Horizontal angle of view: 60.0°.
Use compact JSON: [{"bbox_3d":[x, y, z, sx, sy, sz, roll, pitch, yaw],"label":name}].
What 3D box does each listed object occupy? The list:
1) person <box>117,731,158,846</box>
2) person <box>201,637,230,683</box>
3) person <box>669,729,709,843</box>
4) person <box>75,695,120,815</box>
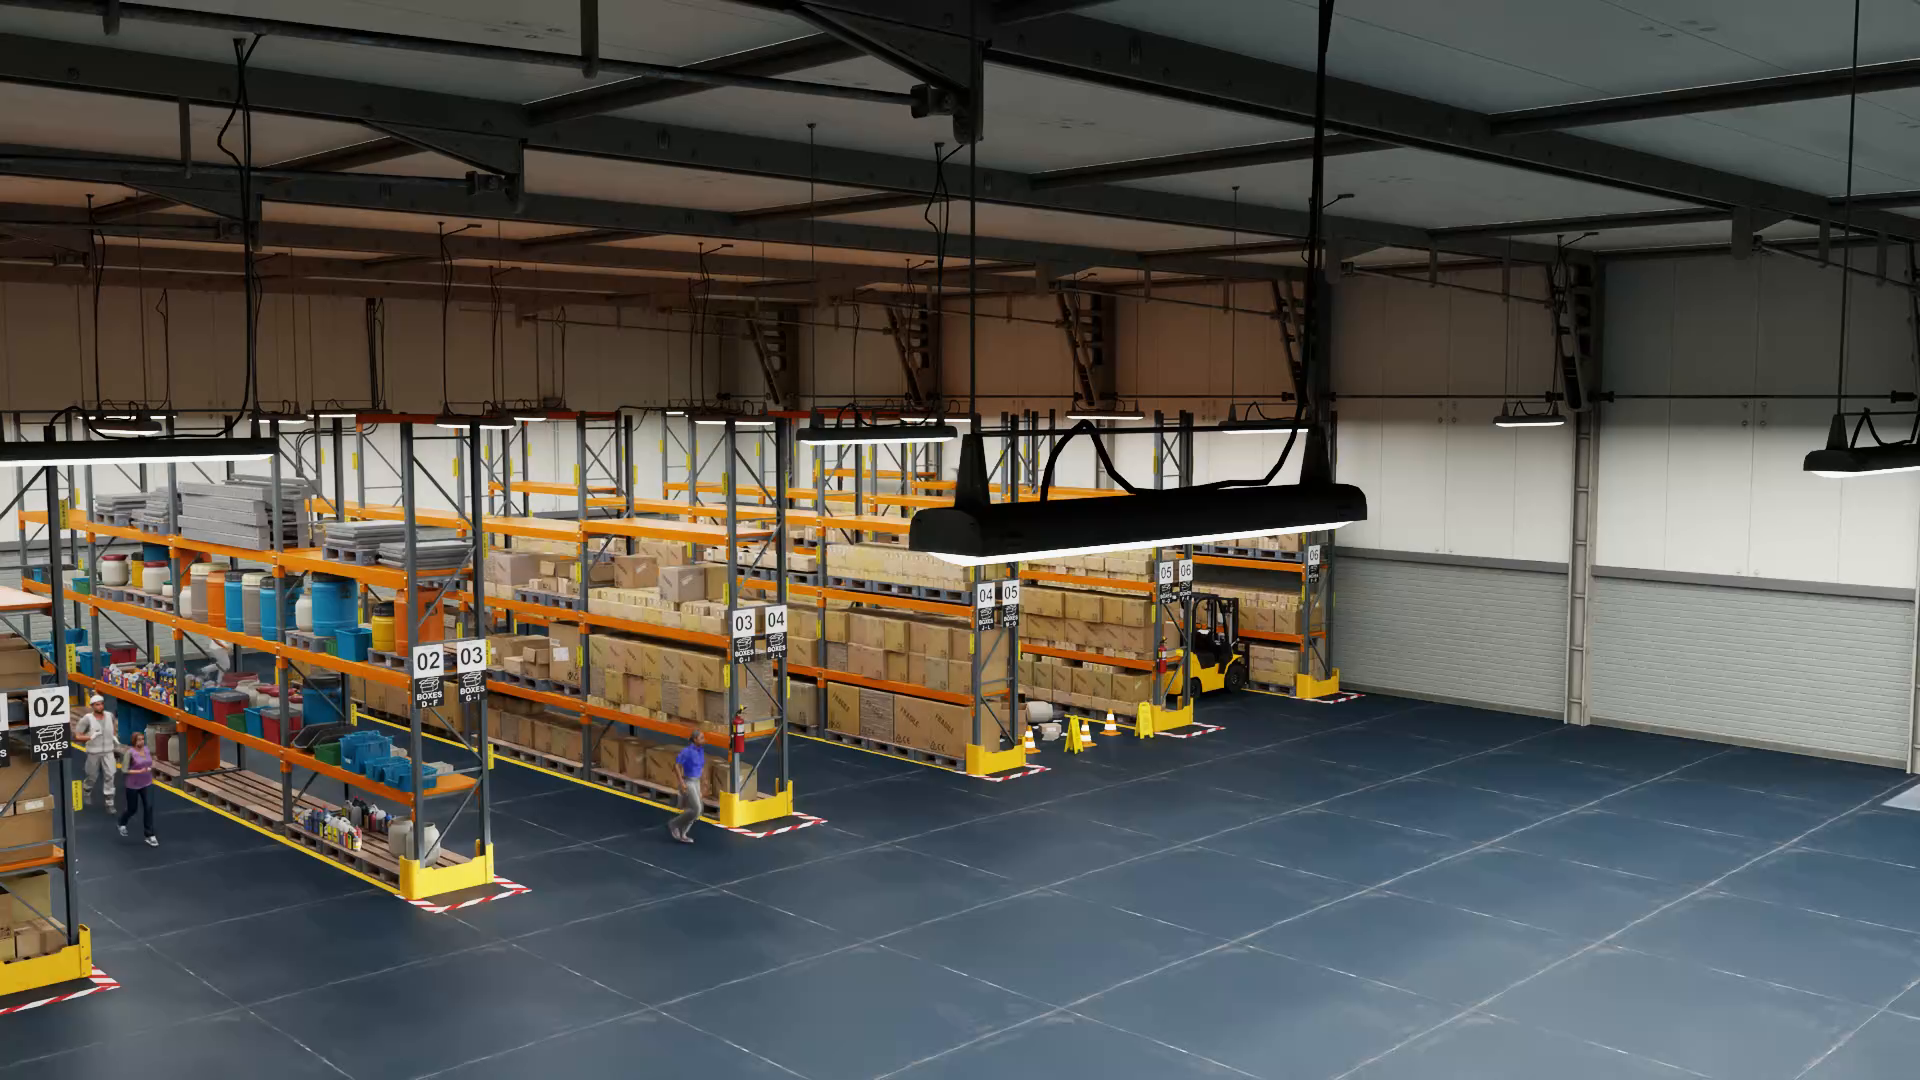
[{"bbox_3d":[-11.600,3.476,23.447,0.881,1.586,0.537,3,6,33],"label":"person"},{"bbox_3d":[-16.223,2.387,36.229,0.620,1.653,0.617,-2,5,-17],"label":"person"},{"bbox_3d":[-3.826,3.491,23.666,0.498,1.593,0.574,2,5,23],"label":"person"},{"bbox_3d":[-13.054,3.221,25.186,0.961,1.781,0.670,4,7,42],"label":"person"}]
